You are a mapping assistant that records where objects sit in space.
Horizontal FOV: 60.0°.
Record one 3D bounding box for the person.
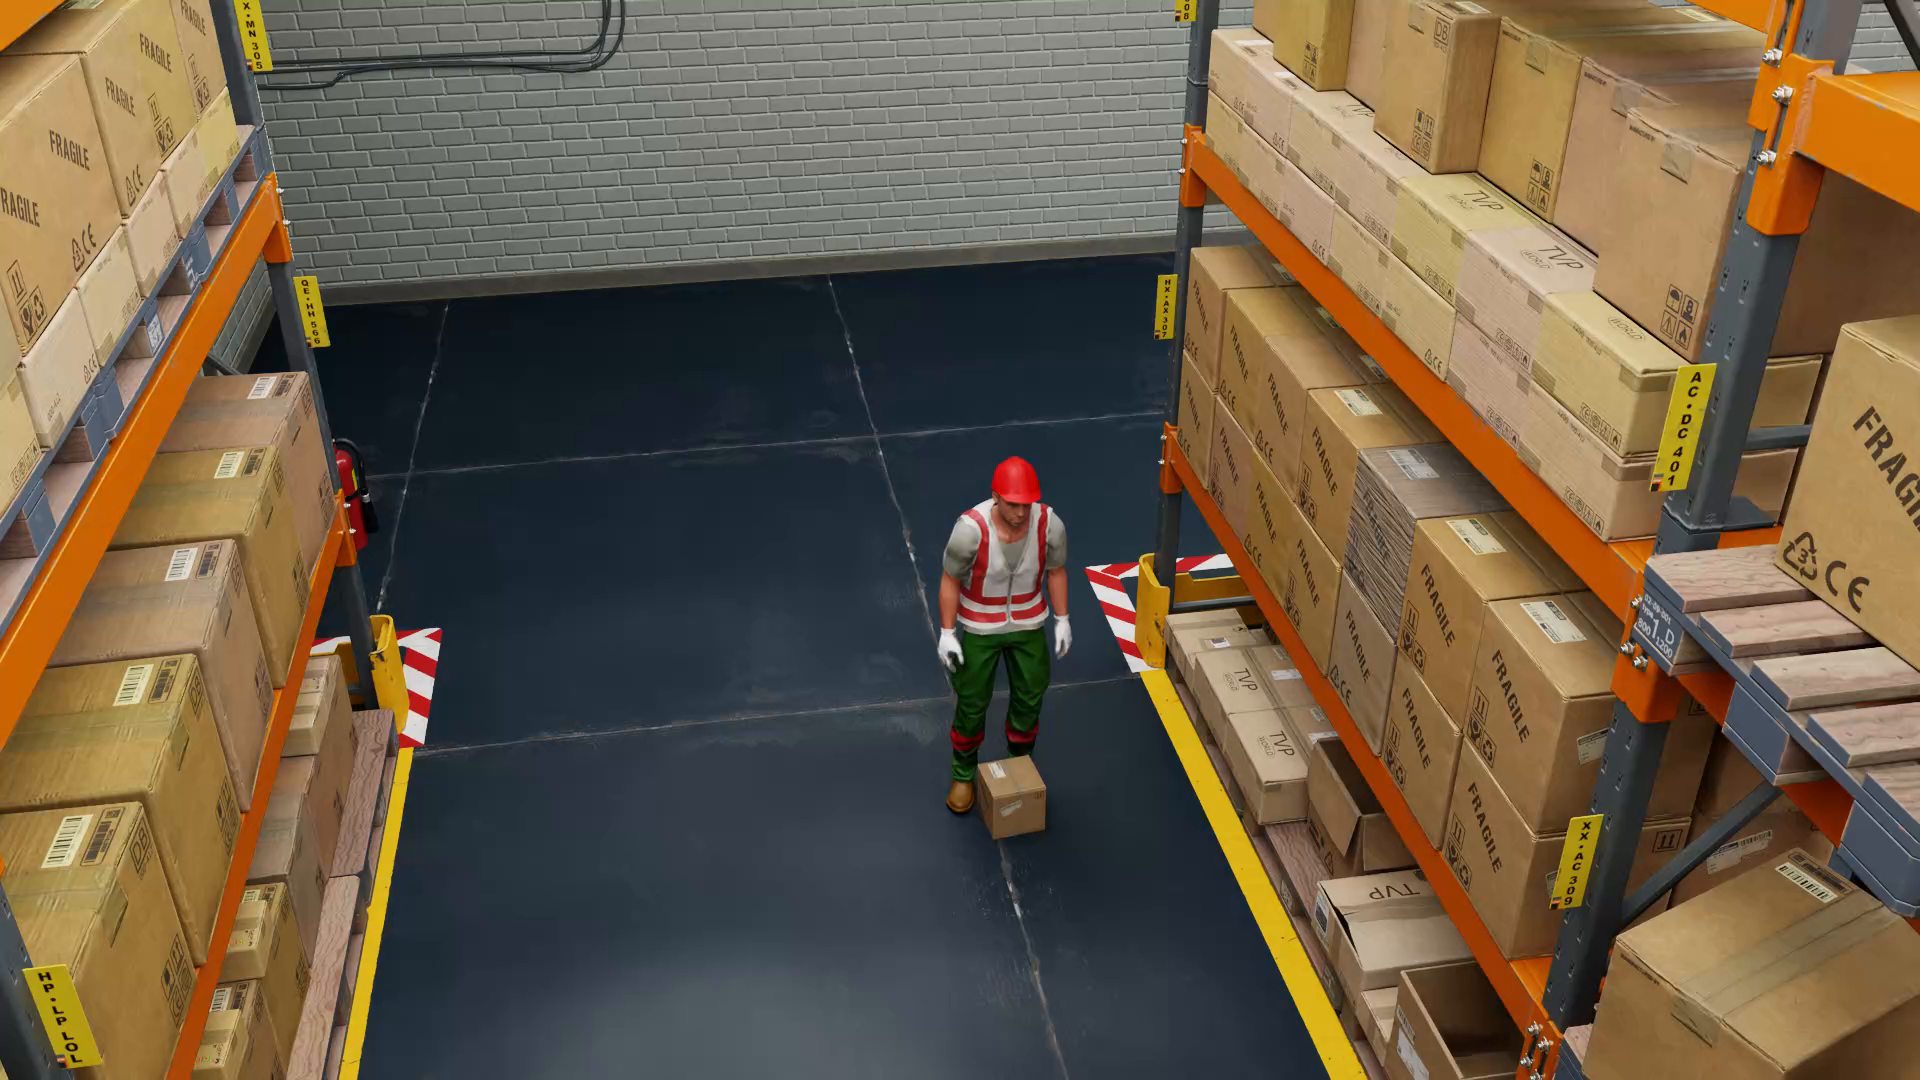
[{"bbox_3d":[0.201,0.407,7.430,0.623,1.780,0.450,-6,31,-10],"label":"person"}]
